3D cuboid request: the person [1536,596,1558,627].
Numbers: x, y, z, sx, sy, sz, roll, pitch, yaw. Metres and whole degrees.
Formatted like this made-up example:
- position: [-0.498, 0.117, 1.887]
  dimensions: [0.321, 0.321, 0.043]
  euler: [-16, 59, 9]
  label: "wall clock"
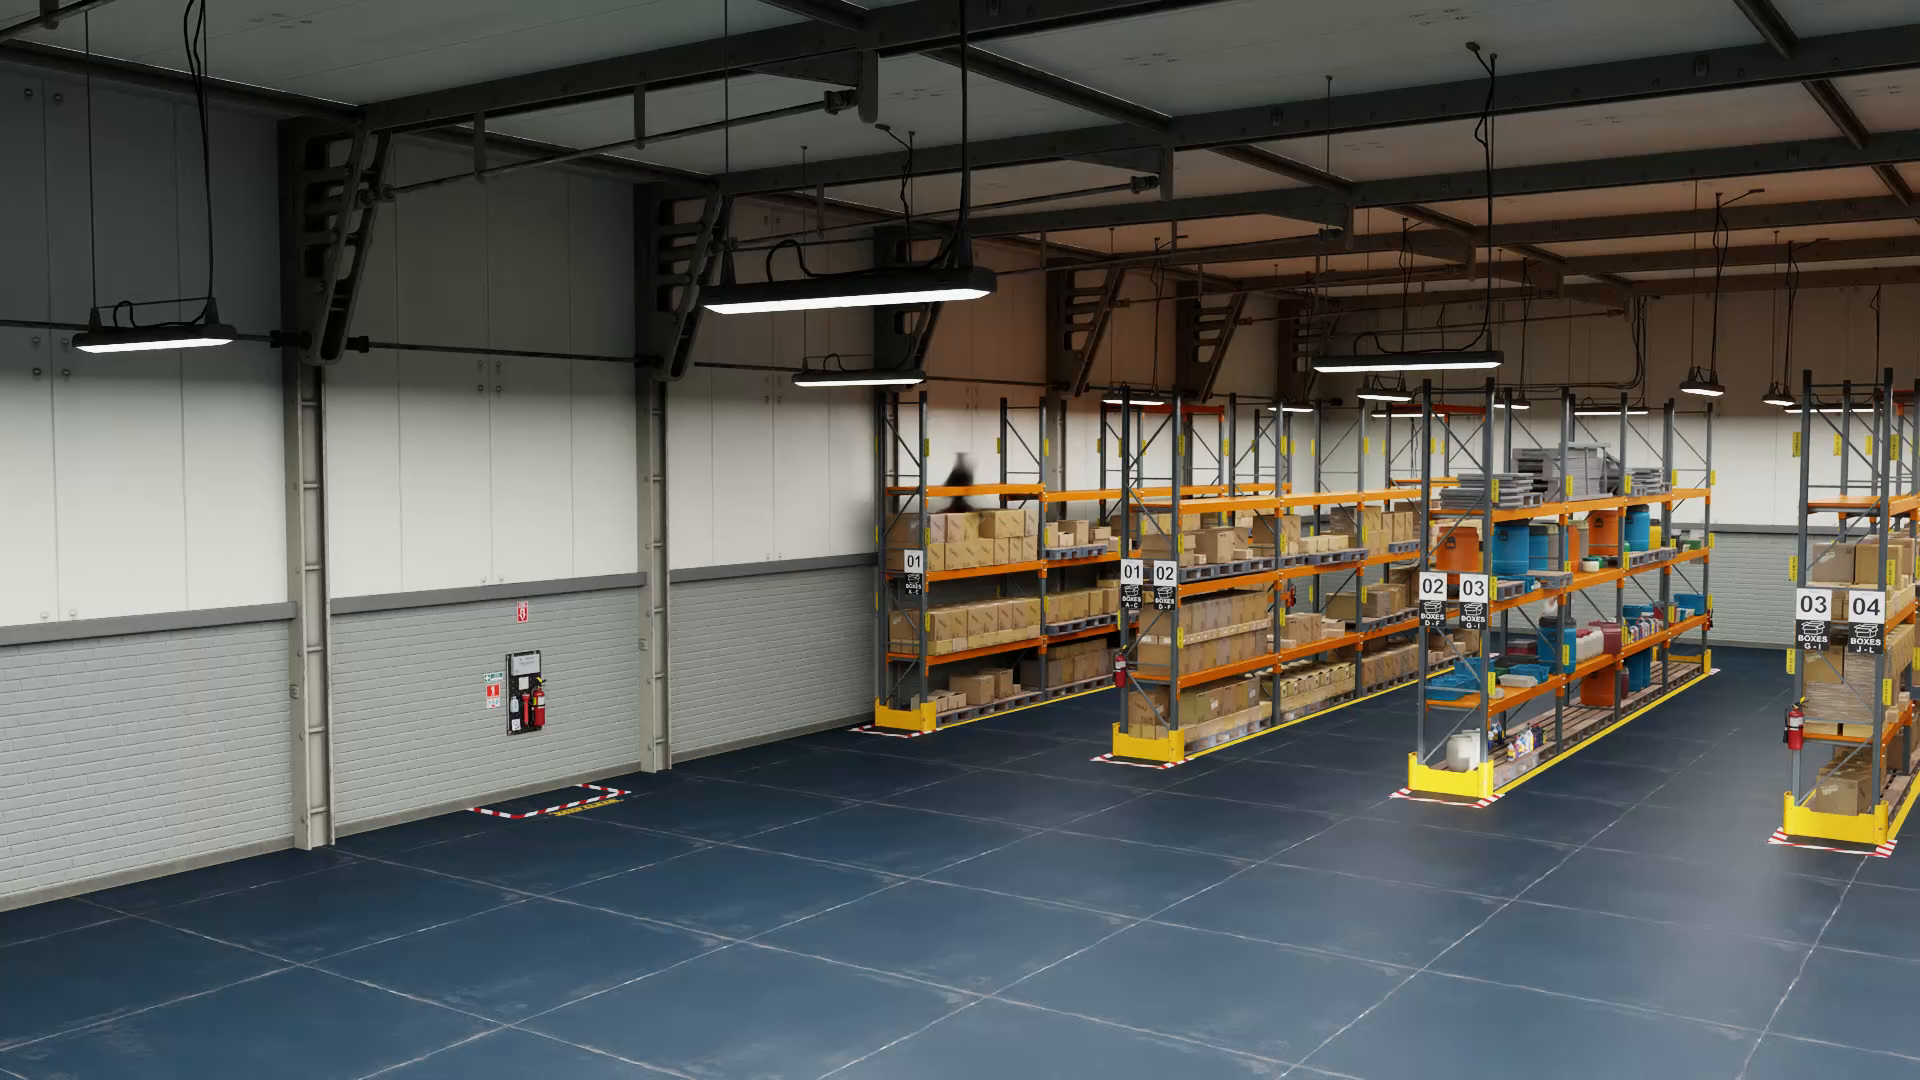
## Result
- position: [13.929, 2.020, 39.195]
  dimensions: [0.655, 1.612, 0.702]
  euler: [3, 4, 42]
  label: "person"
